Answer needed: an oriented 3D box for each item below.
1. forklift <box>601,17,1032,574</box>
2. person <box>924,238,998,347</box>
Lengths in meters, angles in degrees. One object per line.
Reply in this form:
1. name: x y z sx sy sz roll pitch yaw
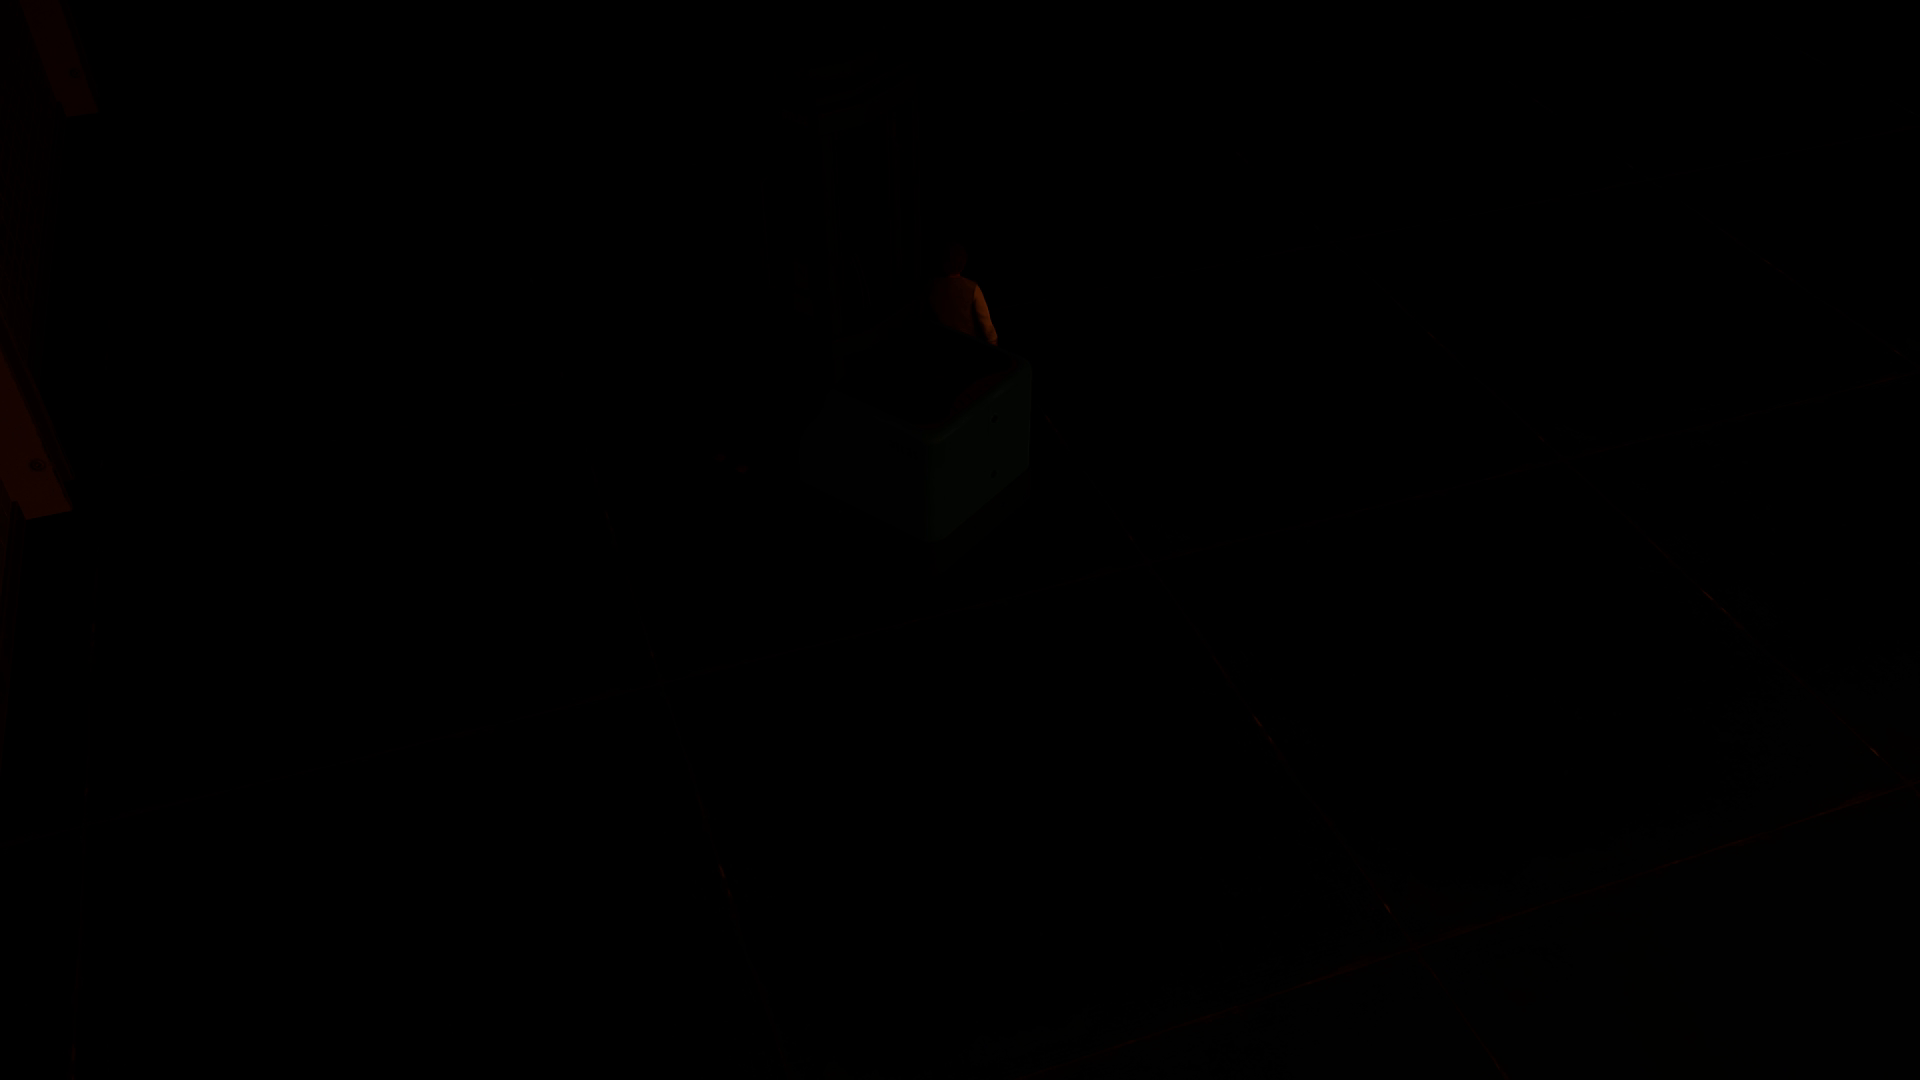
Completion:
1. forklift: -1.034 -1.691 10.010 3.031 2.935 1.130 26 46 28
2. person: 0.030 -1.232 10.572 0.560 1.569 0.830 9 41 10
